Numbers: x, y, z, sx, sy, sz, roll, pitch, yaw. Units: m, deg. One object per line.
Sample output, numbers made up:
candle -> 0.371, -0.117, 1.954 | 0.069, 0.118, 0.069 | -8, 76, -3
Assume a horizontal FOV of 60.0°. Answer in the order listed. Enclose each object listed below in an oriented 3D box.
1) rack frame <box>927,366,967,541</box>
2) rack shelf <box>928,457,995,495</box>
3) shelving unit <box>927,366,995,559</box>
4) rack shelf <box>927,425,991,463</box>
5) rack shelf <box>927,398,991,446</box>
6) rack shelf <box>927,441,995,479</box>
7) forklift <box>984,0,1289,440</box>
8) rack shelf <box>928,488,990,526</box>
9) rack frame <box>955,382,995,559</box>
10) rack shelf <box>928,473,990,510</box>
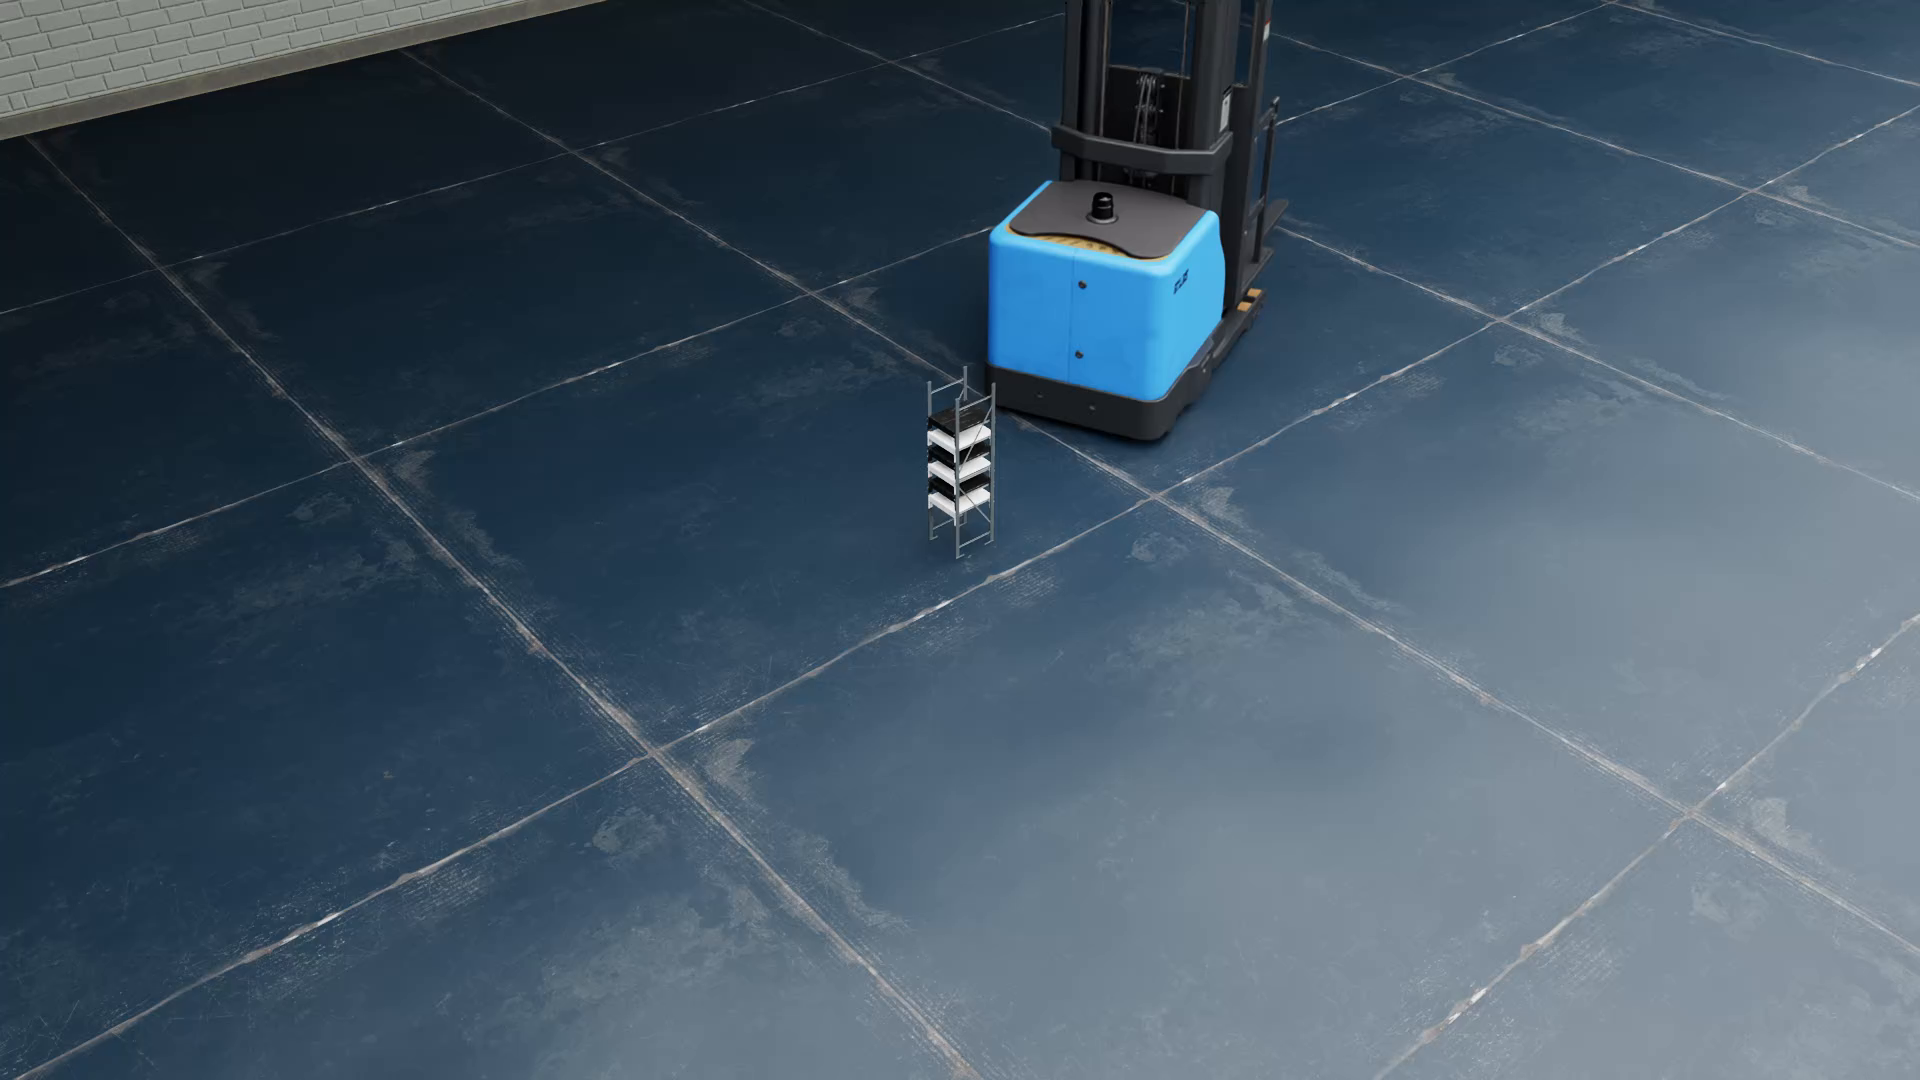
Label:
rack frame -> -0.060, -0.409, 8.048 | 0.240, 0.900, 0.006 | -26, 43, -32
rack shelf -> 0.005, -0.336, 8.004 | 0.258, 0.077, 0.200 | -26, 43, -32
shelving unit -> 0.005, -0.364, 7.985 | 0.258, 0.900, 0.210 | -26, 43, -32
rack shelf -> 0.005, -0.483, 7.900 | 0.258, 0.077, 0.200 | -26, 43, -32
rack shelf -> 0.005, -0.557, 7.848 | 0.258, 0.077, 0.200 | -26, 43, -32
rack shelf -> 0.005, -0.410, 7.952 | 0.258, 0.077, 0.200 | -26, 43, -32
forklift -> 1.227, -2.568, 9.340 | 1.130, 2.935, 3.031 | 15, 38, 21
rack shelf -> 0.005, -0.190, 8.108 | 0.258, 0.077, 0.200 | -26, 43, -32
rack frame -> 0.071, -0.319, 7.921 | 0.240, 0.900, 0.006 | -26, 43, -32
rack shelf -> 0.005, -0.263, 8.056 | 0.258, 0.077, 0.200 | -26, 43, -32
